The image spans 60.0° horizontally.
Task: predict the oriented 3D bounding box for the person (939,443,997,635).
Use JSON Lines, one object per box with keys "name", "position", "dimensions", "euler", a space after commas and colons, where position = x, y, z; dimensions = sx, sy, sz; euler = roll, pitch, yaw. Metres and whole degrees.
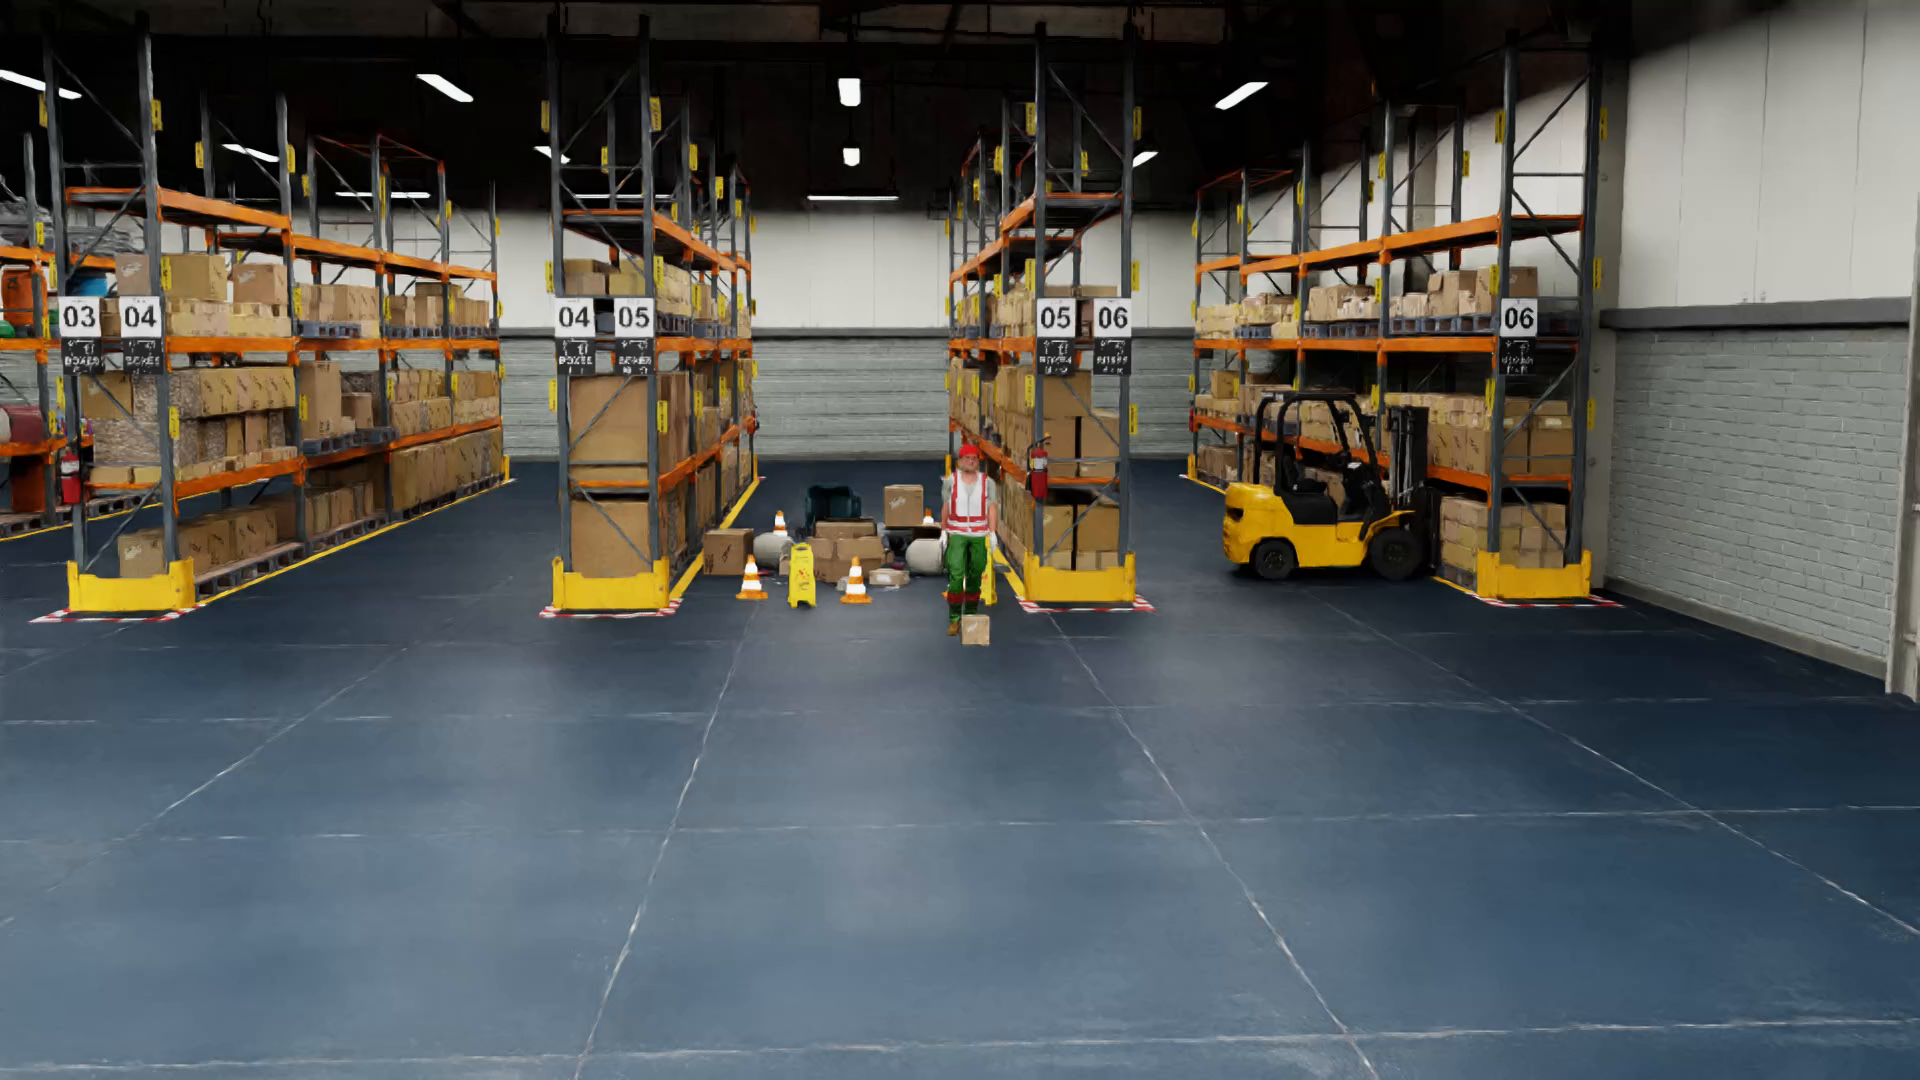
{"name": "person", "position": [0.093, -0.031, 15.779], "dimensions": [0.543, 1.779, 0.604], "euler": [-1, 7, -8]}
